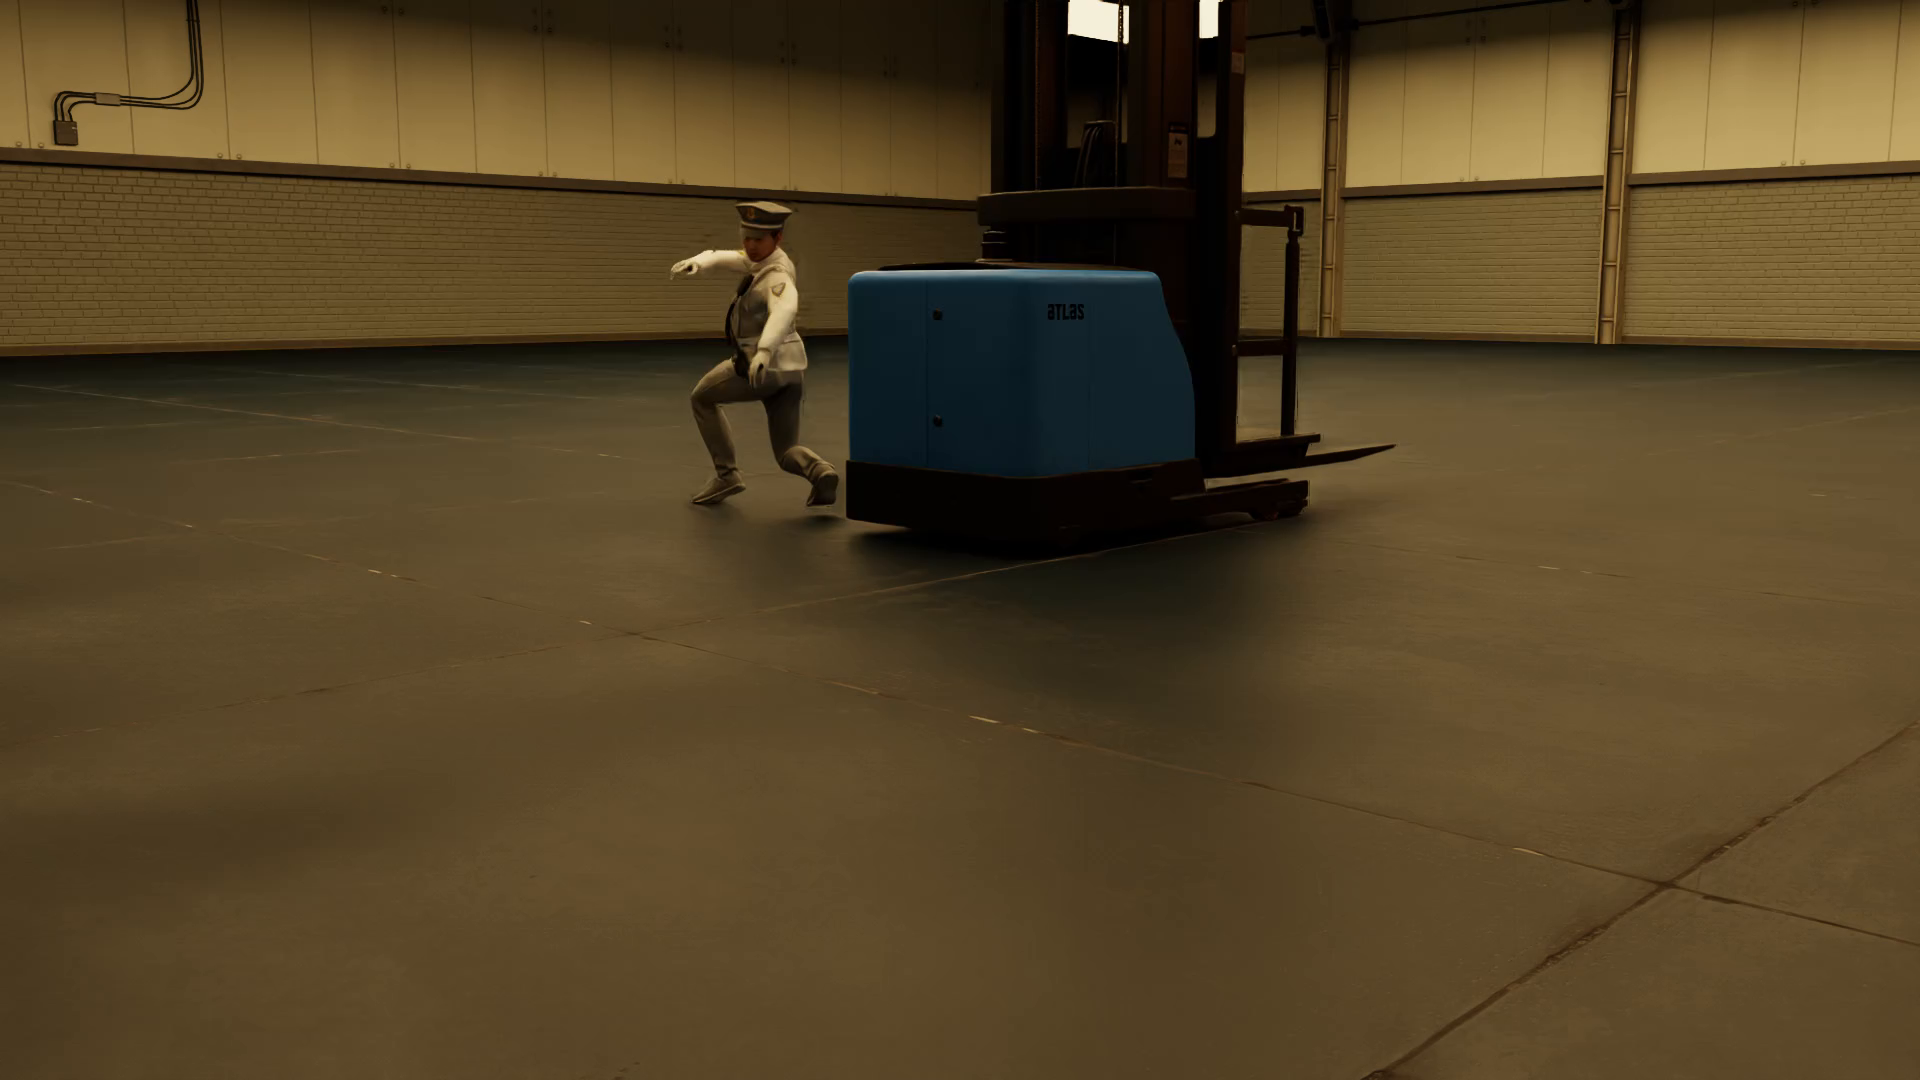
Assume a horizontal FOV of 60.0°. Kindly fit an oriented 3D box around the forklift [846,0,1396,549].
[{"bbox_3d":[0.915,-1.581,7.371,1.130,2.935,3.031,8,12,43],"label":"forklift"}]

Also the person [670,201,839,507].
[{"bbox_3d":[-0.955,-0.791,7.416,0.938,1.408,0.744,5,10,31],"label":"person"}]
